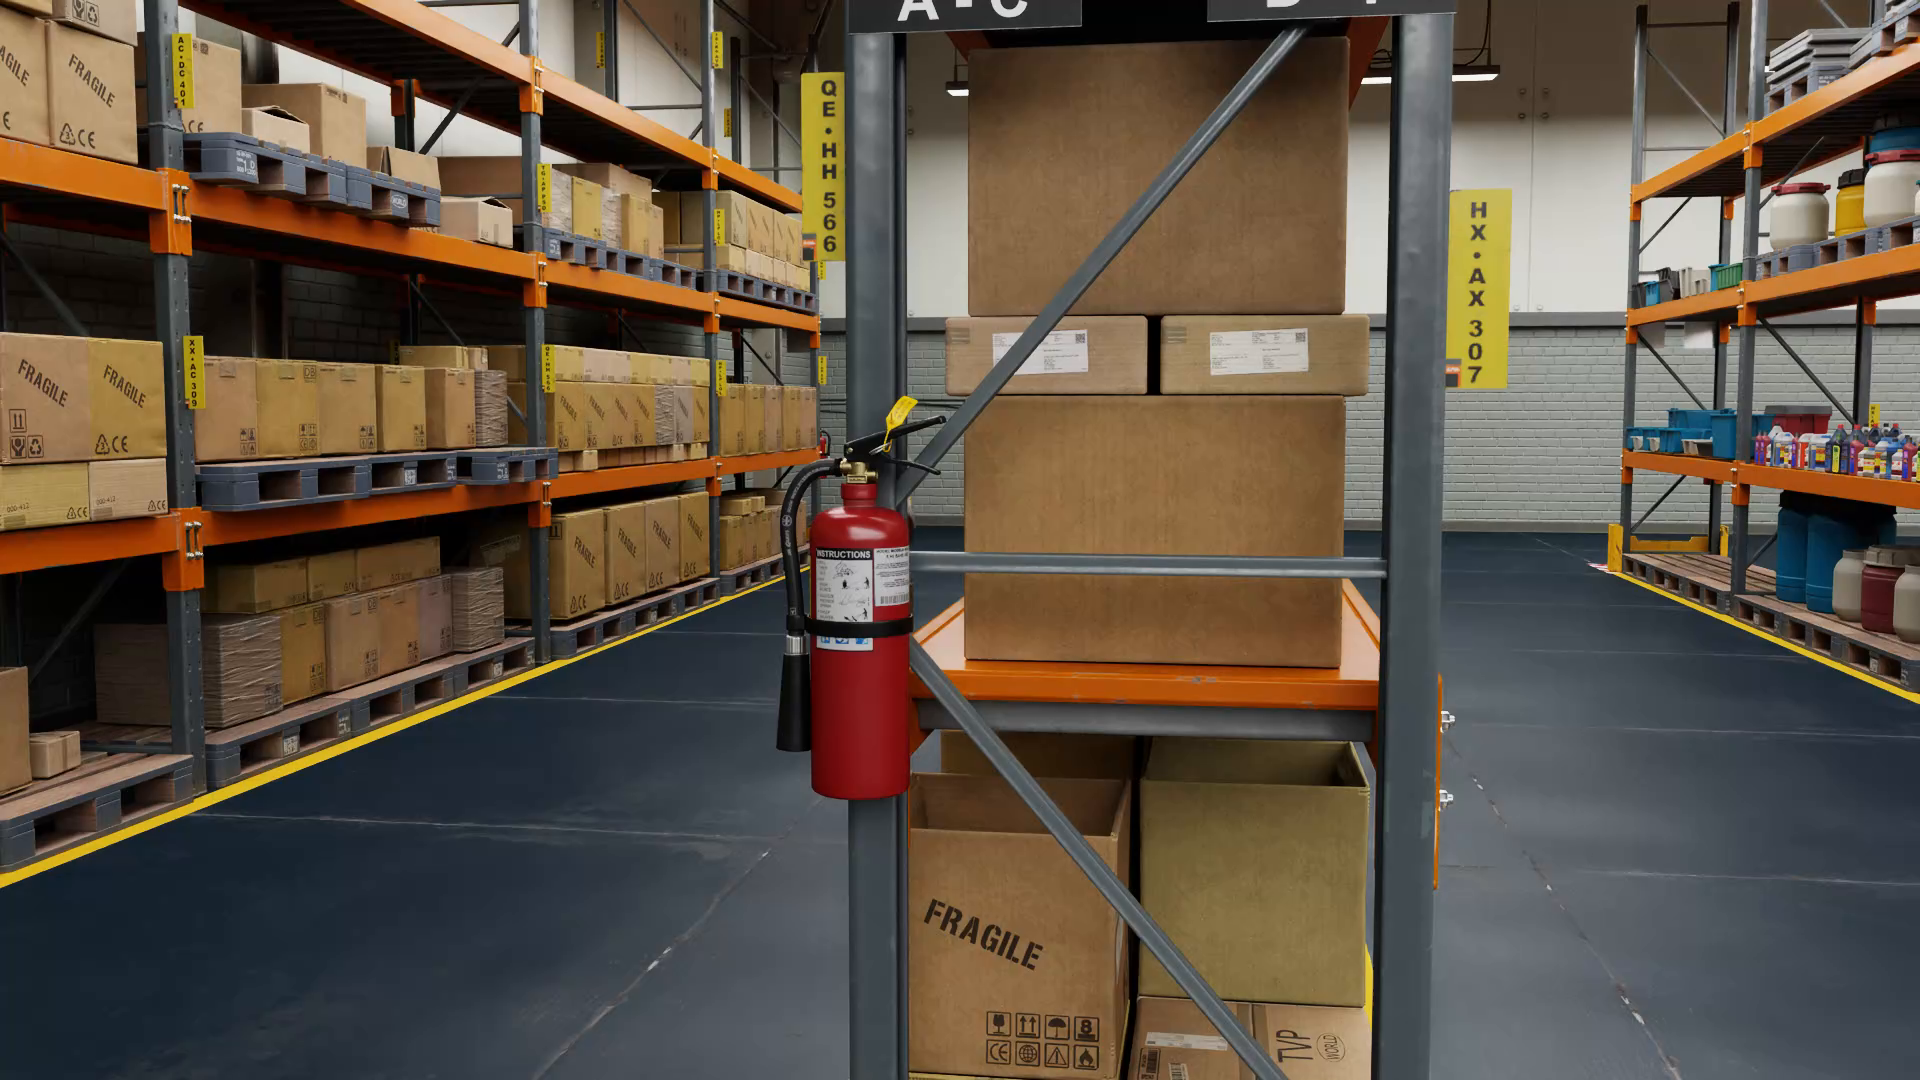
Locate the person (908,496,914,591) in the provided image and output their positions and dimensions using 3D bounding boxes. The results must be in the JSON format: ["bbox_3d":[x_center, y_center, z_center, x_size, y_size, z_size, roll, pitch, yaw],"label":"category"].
[{"bbox_3d":[-0.650,0.005,13.967,0.496,1.331,0.741,1,5,9],"label":"person"}]
